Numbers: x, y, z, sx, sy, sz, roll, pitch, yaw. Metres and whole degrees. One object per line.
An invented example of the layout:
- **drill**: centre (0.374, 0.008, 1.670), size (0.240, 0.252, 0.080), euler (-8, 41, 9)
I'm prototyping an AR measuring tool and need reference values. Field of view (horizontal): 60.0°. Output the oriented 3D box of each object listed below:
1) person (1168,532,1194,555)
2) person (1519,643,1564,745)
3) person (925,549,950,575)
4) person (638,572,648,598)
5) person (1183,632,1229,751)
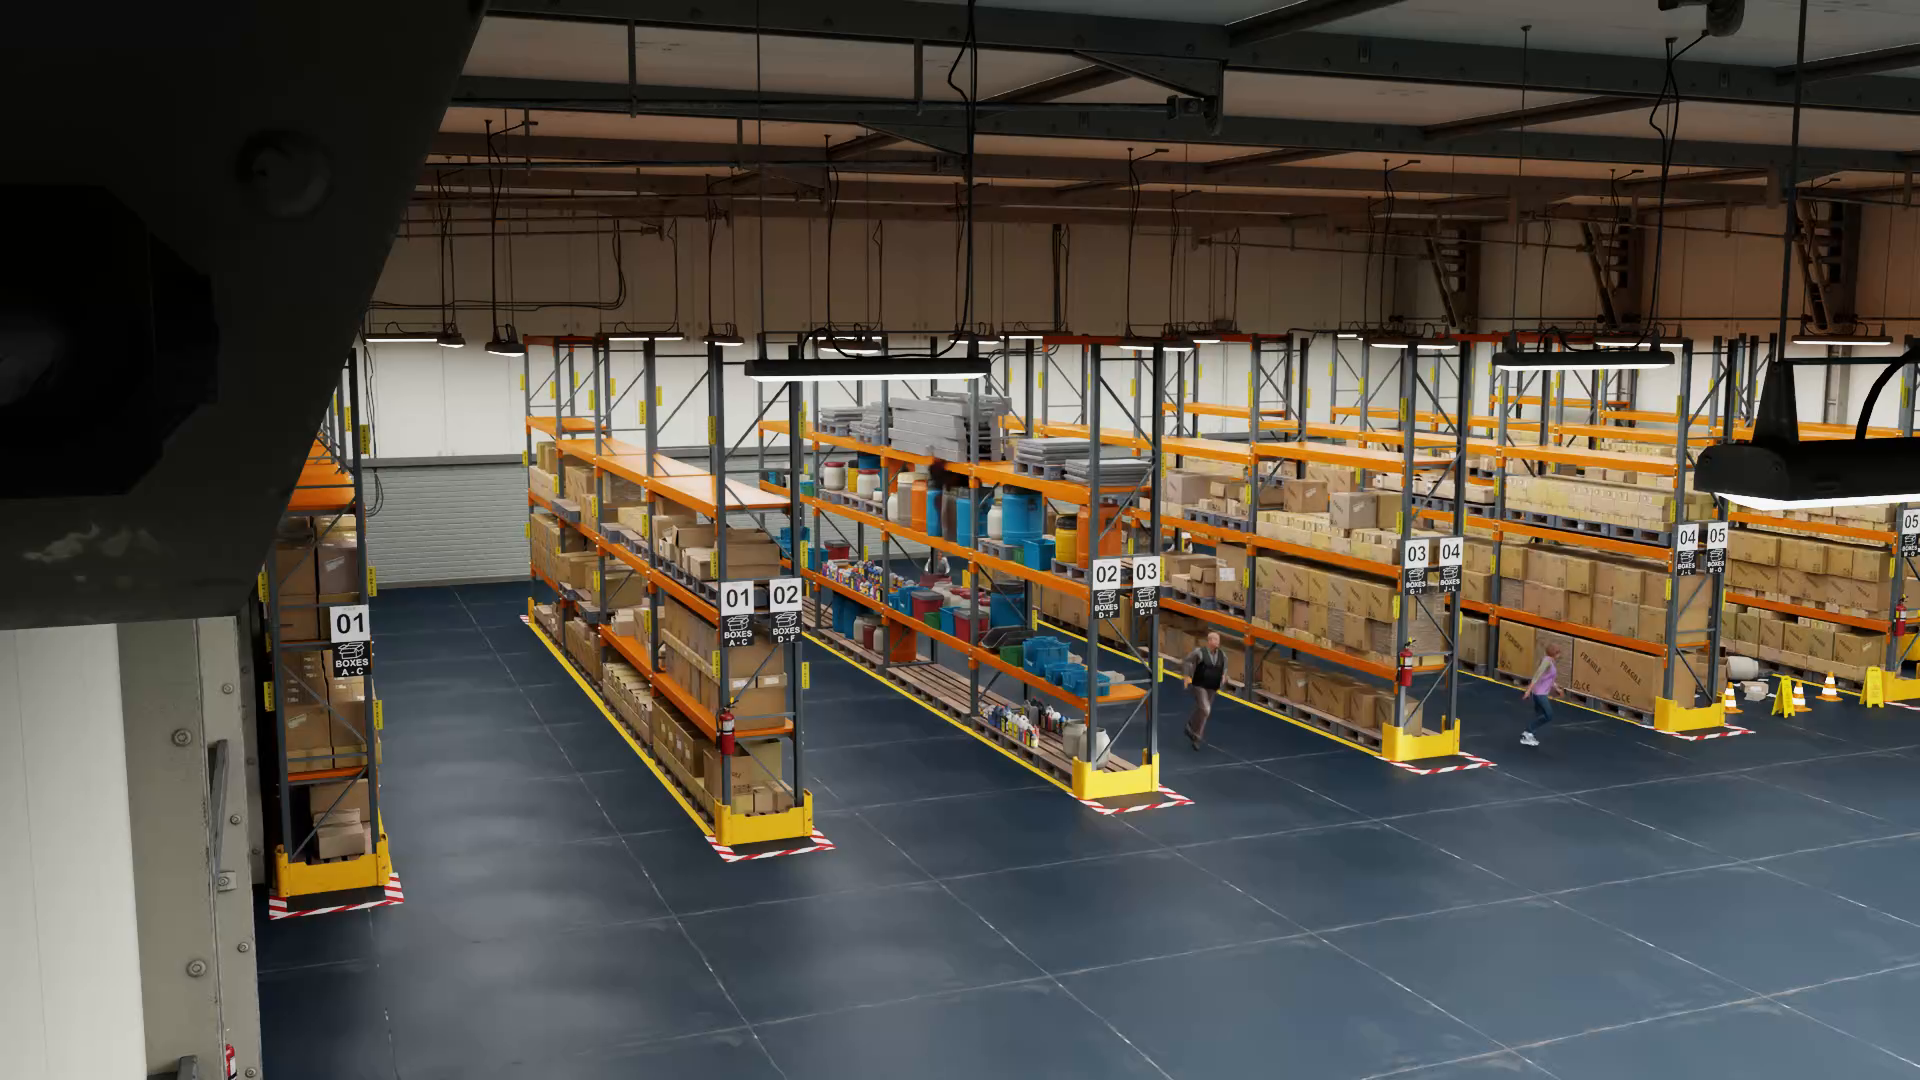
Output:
- **person**: centre (4.788, 0.663, 36.316), size (0.672, 1.709, 0.701), euler (-6, 10, -38)
- **person**: centre (8.656, 2.293, 24.701), size (0.592, 1.548, 0.552), euler (3, 8, 23)
- **person**: centre (-0.507, 0.856, 35.993), size (0.538, 1.416, 0.952), euler (-1, 8, -9)
- **person**: centre (-6.561, 0.927, 34.776), size (0.580, 1.564, 0.854), euler (-6, 10, -37)
- **person**: centre (3.625, 2.200, 24.683), size (0.716, 1.693, 0.833), euler (-3, 8, -23)
